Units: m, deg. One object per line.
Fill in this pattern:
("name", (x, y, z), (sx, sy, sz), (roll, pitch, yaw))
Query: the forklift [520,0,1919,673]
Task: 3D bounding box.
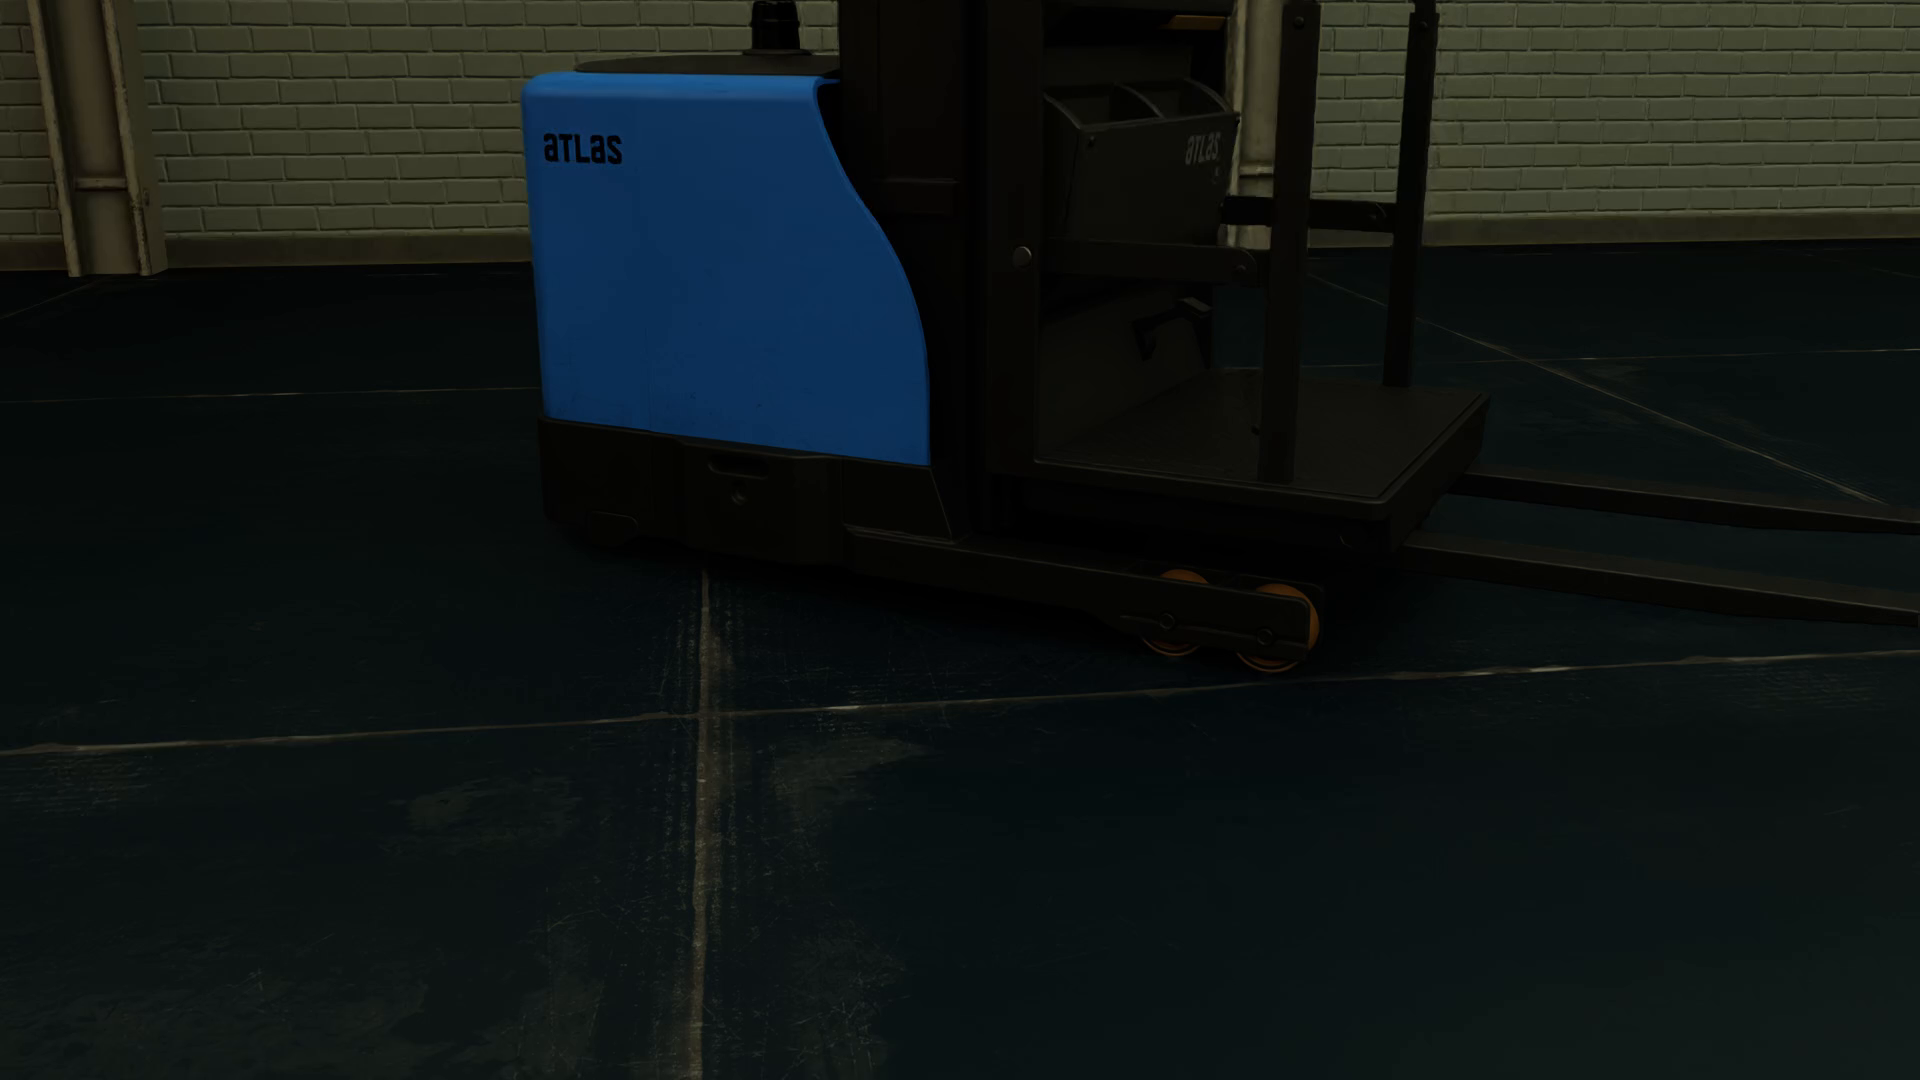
("forklift", (0.568, -1.327, 3.290), (3.031, 2.935, 1.130), (8, 19, 26))
